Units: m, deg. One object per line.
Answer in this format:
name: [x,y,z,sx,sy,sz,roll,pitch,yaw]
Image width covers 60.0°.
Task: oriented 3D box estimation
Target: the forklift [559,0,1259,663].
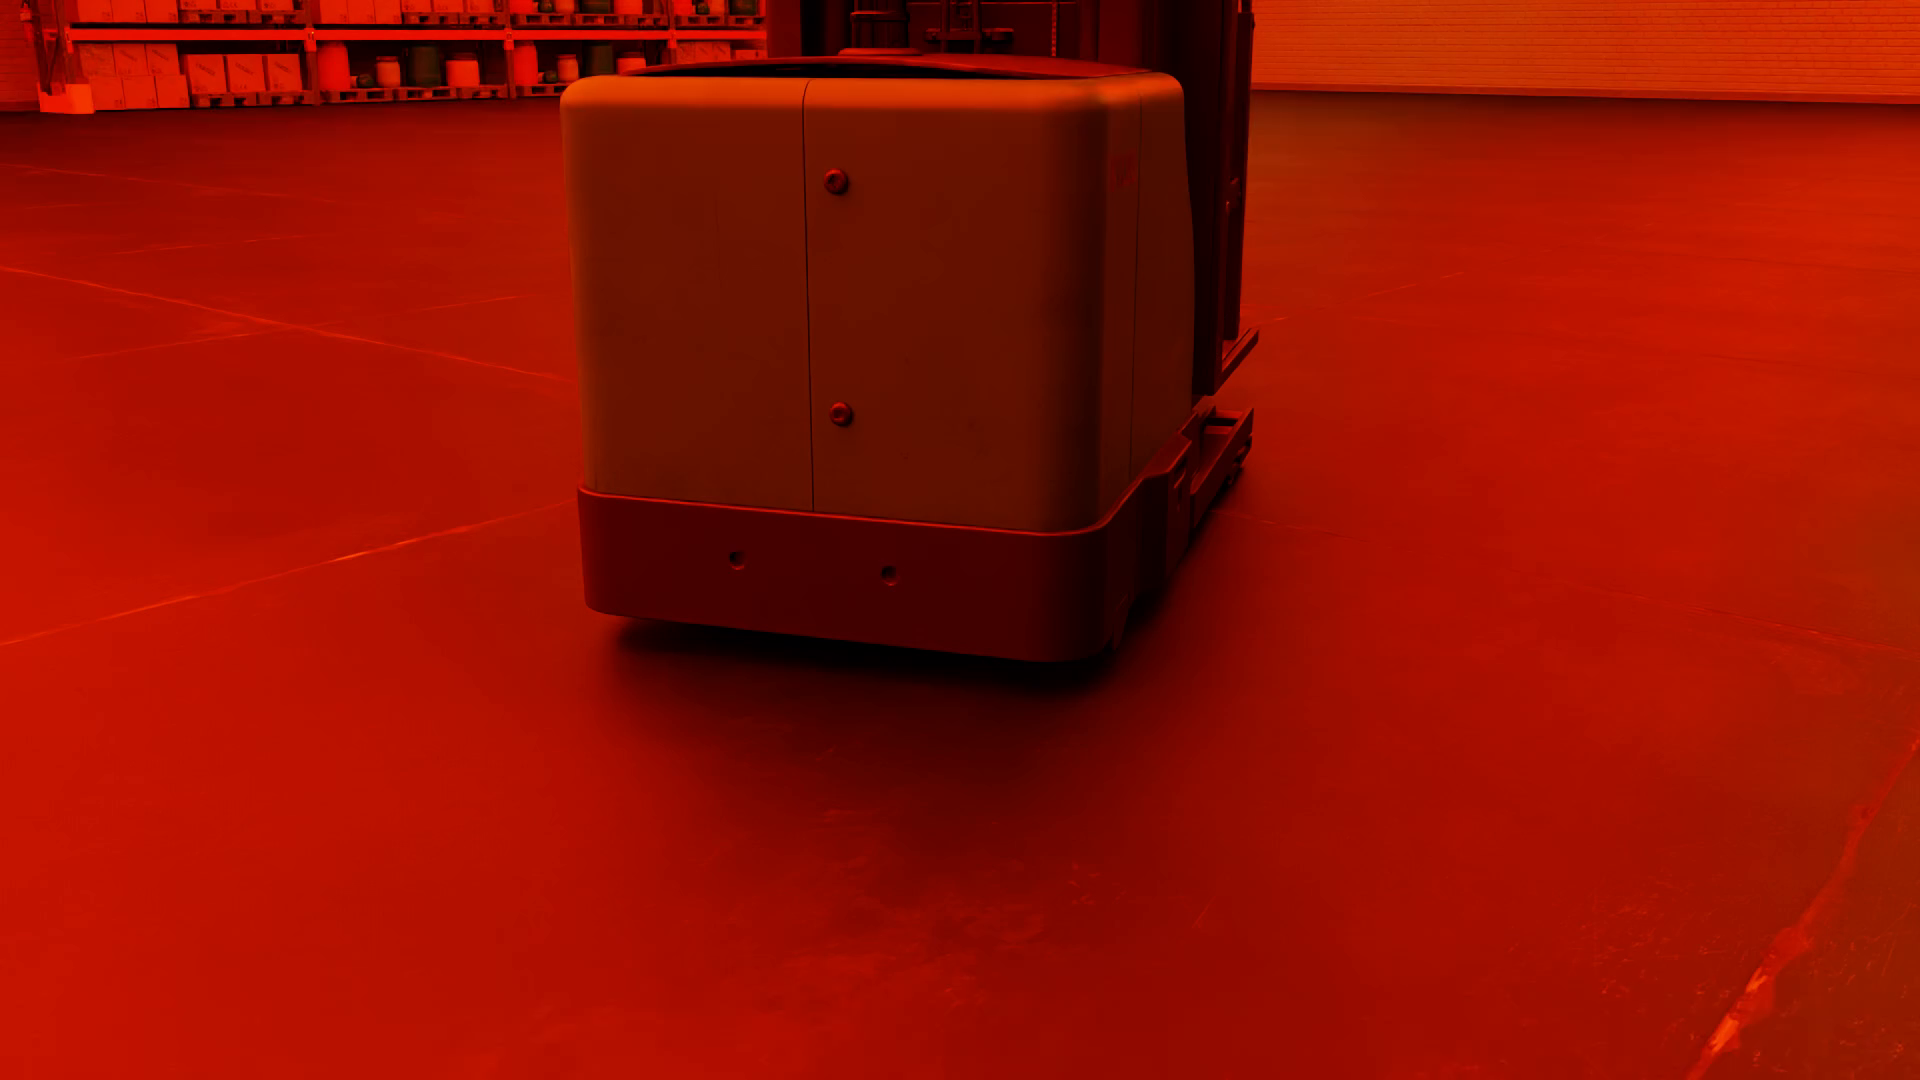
forklift: [0.182,-1.571,4.072,1.130,2.935,3.031,5,18,17]
